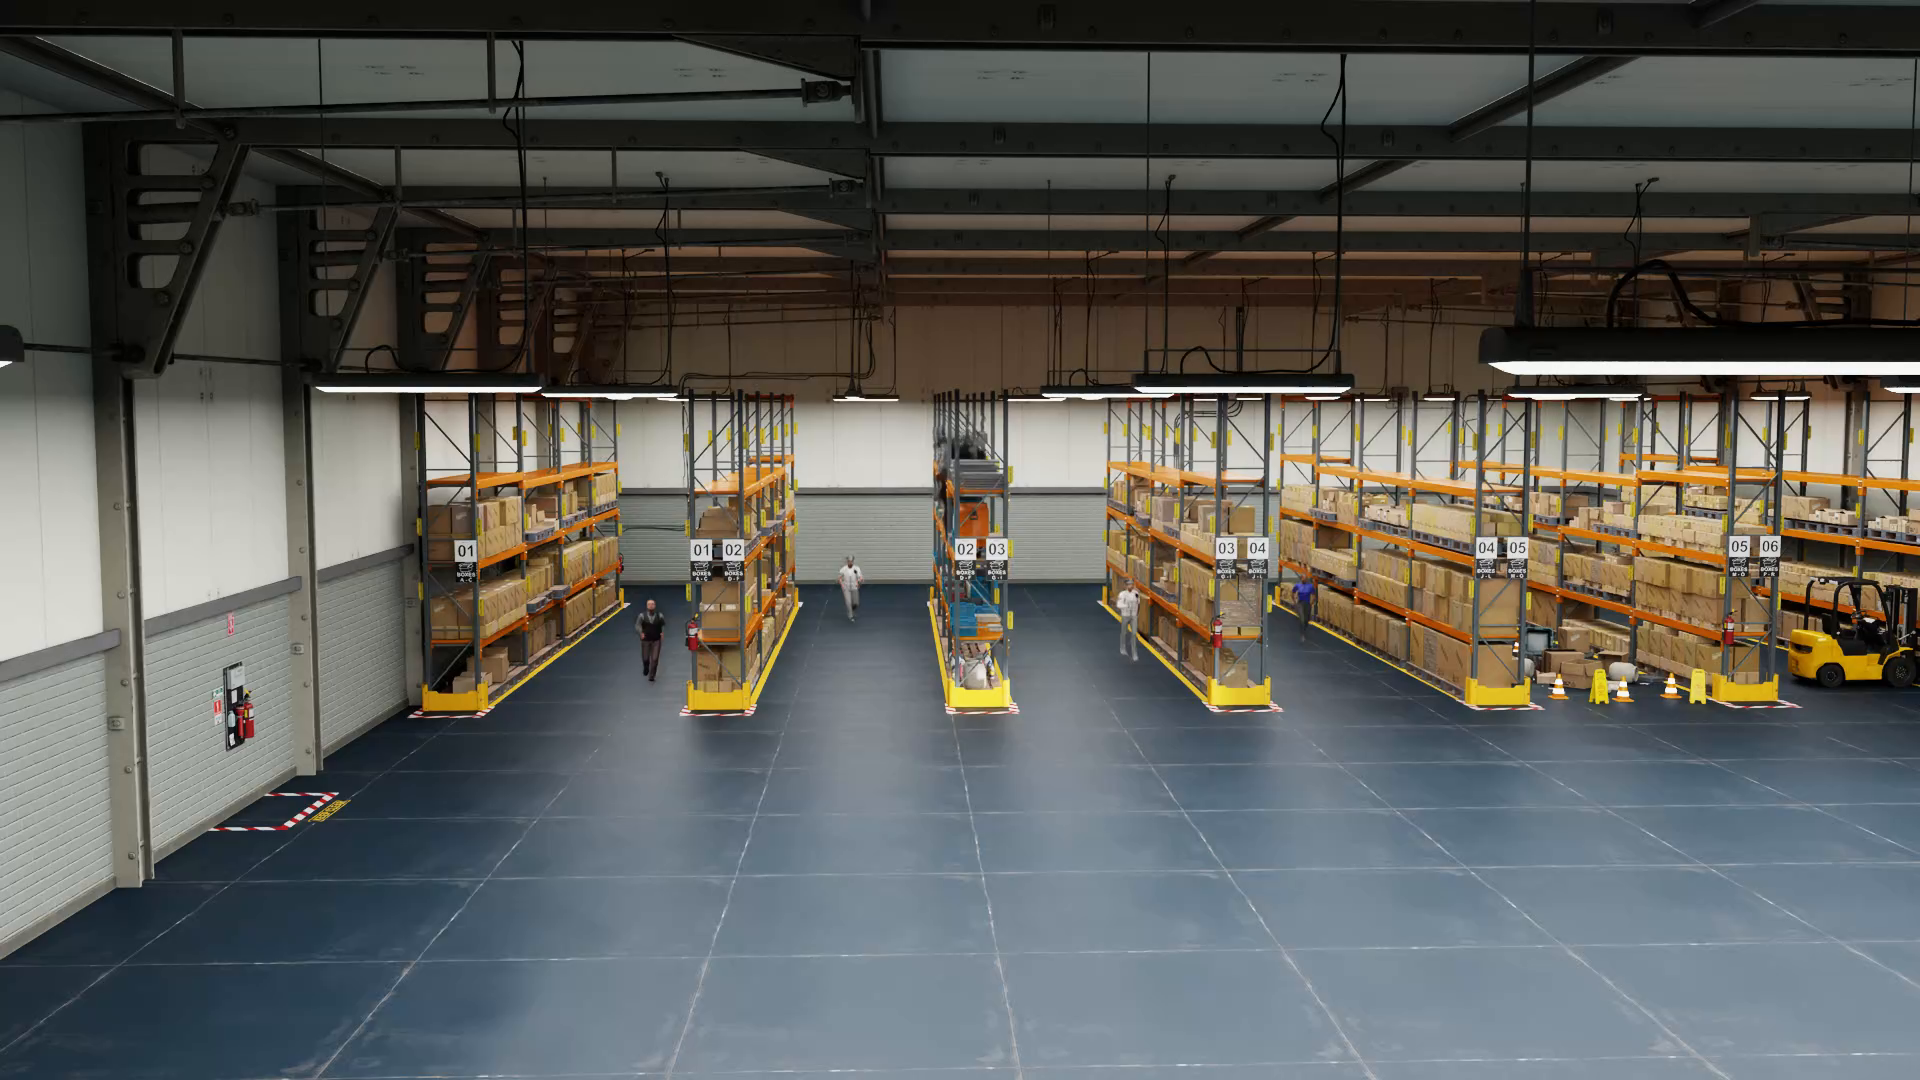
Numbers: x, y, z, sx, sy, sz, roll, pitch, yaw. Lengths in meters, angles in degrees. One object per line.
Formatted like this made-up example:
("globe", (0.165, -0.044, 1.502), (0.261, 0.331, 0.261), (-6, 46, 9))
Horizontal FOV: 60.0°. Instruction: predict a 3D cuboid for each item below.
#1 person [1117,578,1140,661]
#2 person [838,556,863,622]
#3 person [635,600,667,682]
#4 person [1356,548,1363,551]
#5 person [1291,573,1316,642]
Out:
("person", (3.634, 1.682, 35.709), (0.557, 1.765, 0.780), (-1, 5, -8))
("person", (-2.898, 1.272, 43.943), (0.656, 1.735, 0.664), (-1, 5, -8))
("person", (-6.383, 2.079, 34.408), (0.647, 1.677, 0.580), (-1, 5, -14))
("person", (11.318, 1.010, 47.167), (0.676, 1.721, 0.980), (-1, 5, -10))
("person", (8.355, 1.630, 40.445), (0.592, 1.644, 0.816), (0, 5, 2))
